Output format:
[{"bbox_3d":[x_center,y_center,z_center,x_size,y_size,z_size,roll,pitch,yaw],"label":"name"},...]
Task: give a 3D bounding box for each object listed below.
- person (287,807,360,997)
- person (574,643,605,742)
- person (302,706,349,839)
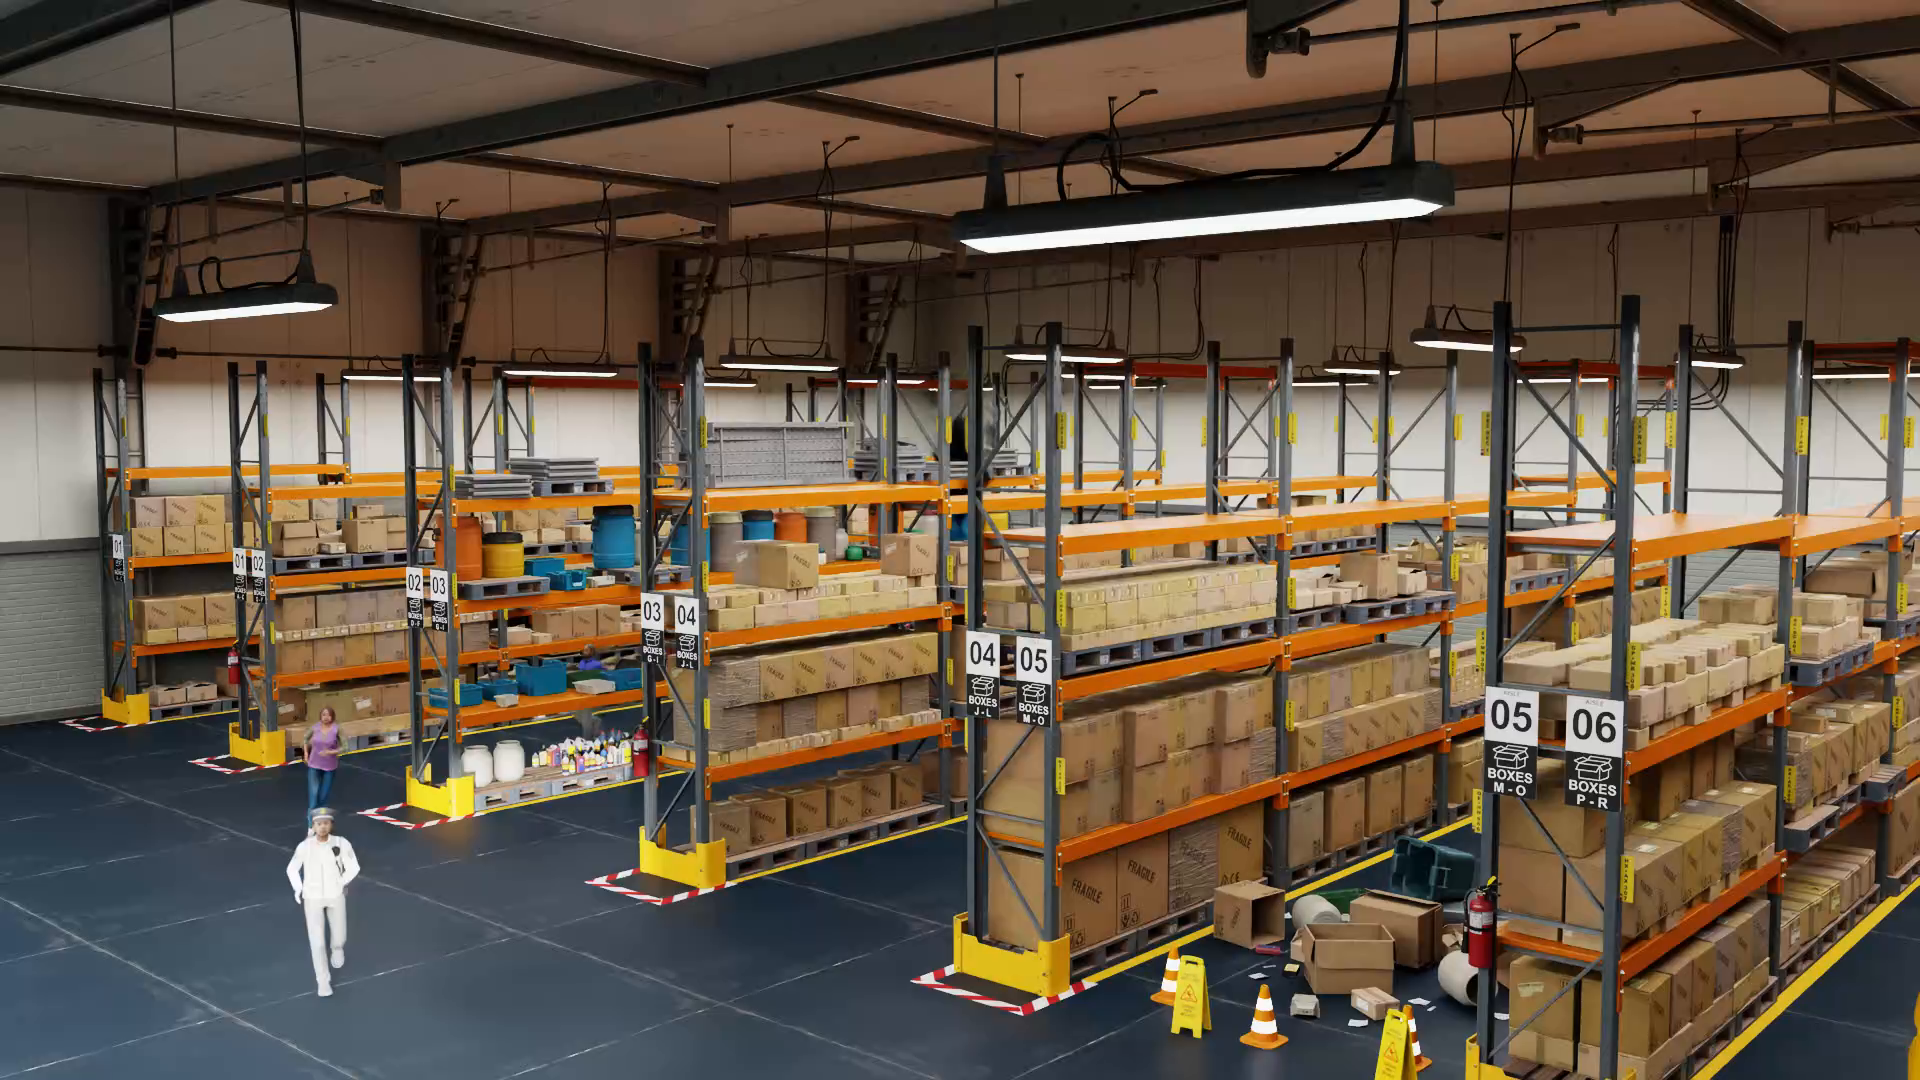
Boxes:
[{"bbox_3d":[-5.769,3.227,15.066,0.613,1.654,0.716,-1,4,-20],"label":"person"},{"bbox_3d":[-5.842,2.430,26.271,0.591,1.608,0.575,2,5,31],"label":"person"},{"bbox_3d":[-7.932,2.856,20.809,0.552,1.597,0.824,-1,4,-17],"label":"person"}]
